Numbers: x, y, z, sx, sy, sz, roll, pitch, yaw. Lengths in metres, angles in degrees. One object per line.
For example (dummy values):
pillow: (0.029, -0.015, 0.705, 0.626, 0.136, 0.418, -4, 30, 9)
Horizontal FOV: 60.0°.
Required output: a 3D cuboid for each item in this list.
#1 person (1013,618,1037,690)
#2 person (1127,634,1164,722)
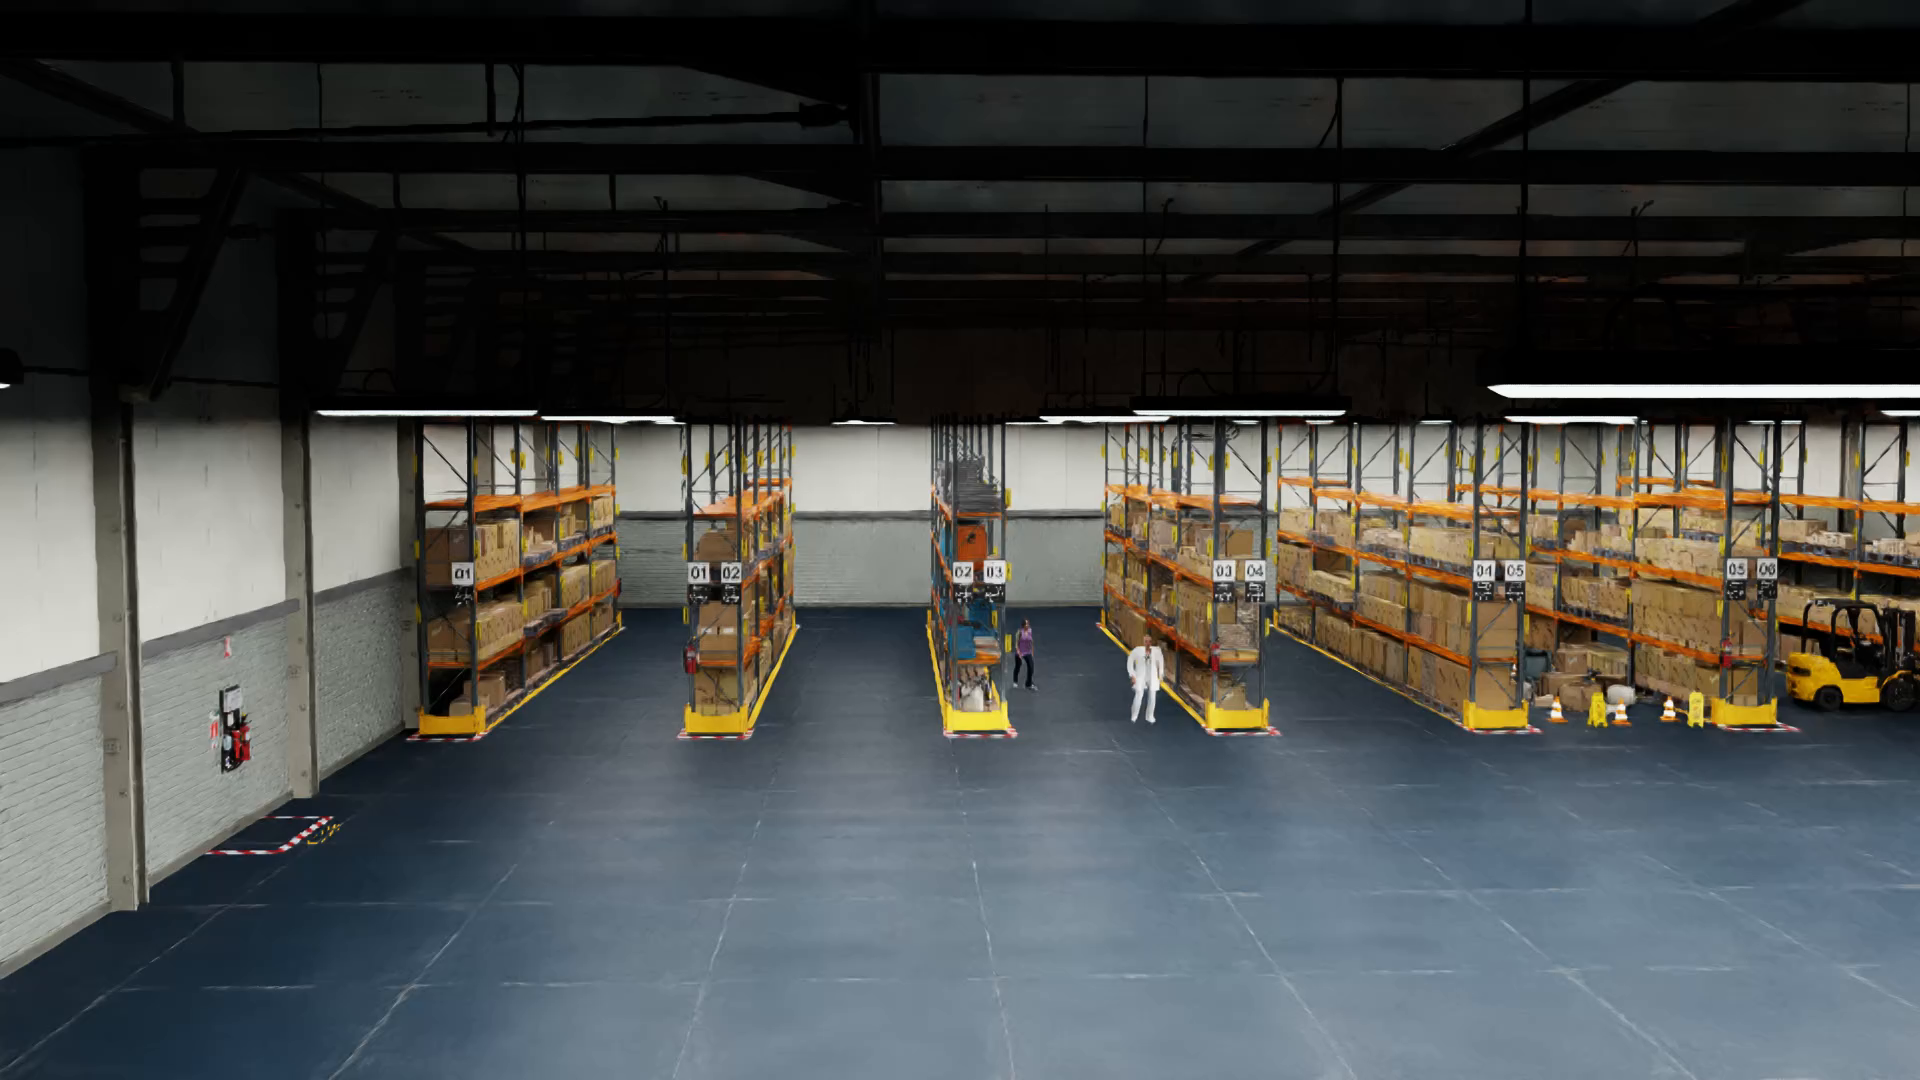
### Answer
person: (1.379, 2.470, 36.291, 0.547, 1.562, 0.657, -2, 4, -25)
person: (3.591, 2.669, 32.215, 0.729, 1.733, 0.544, 0, 4, -4)
